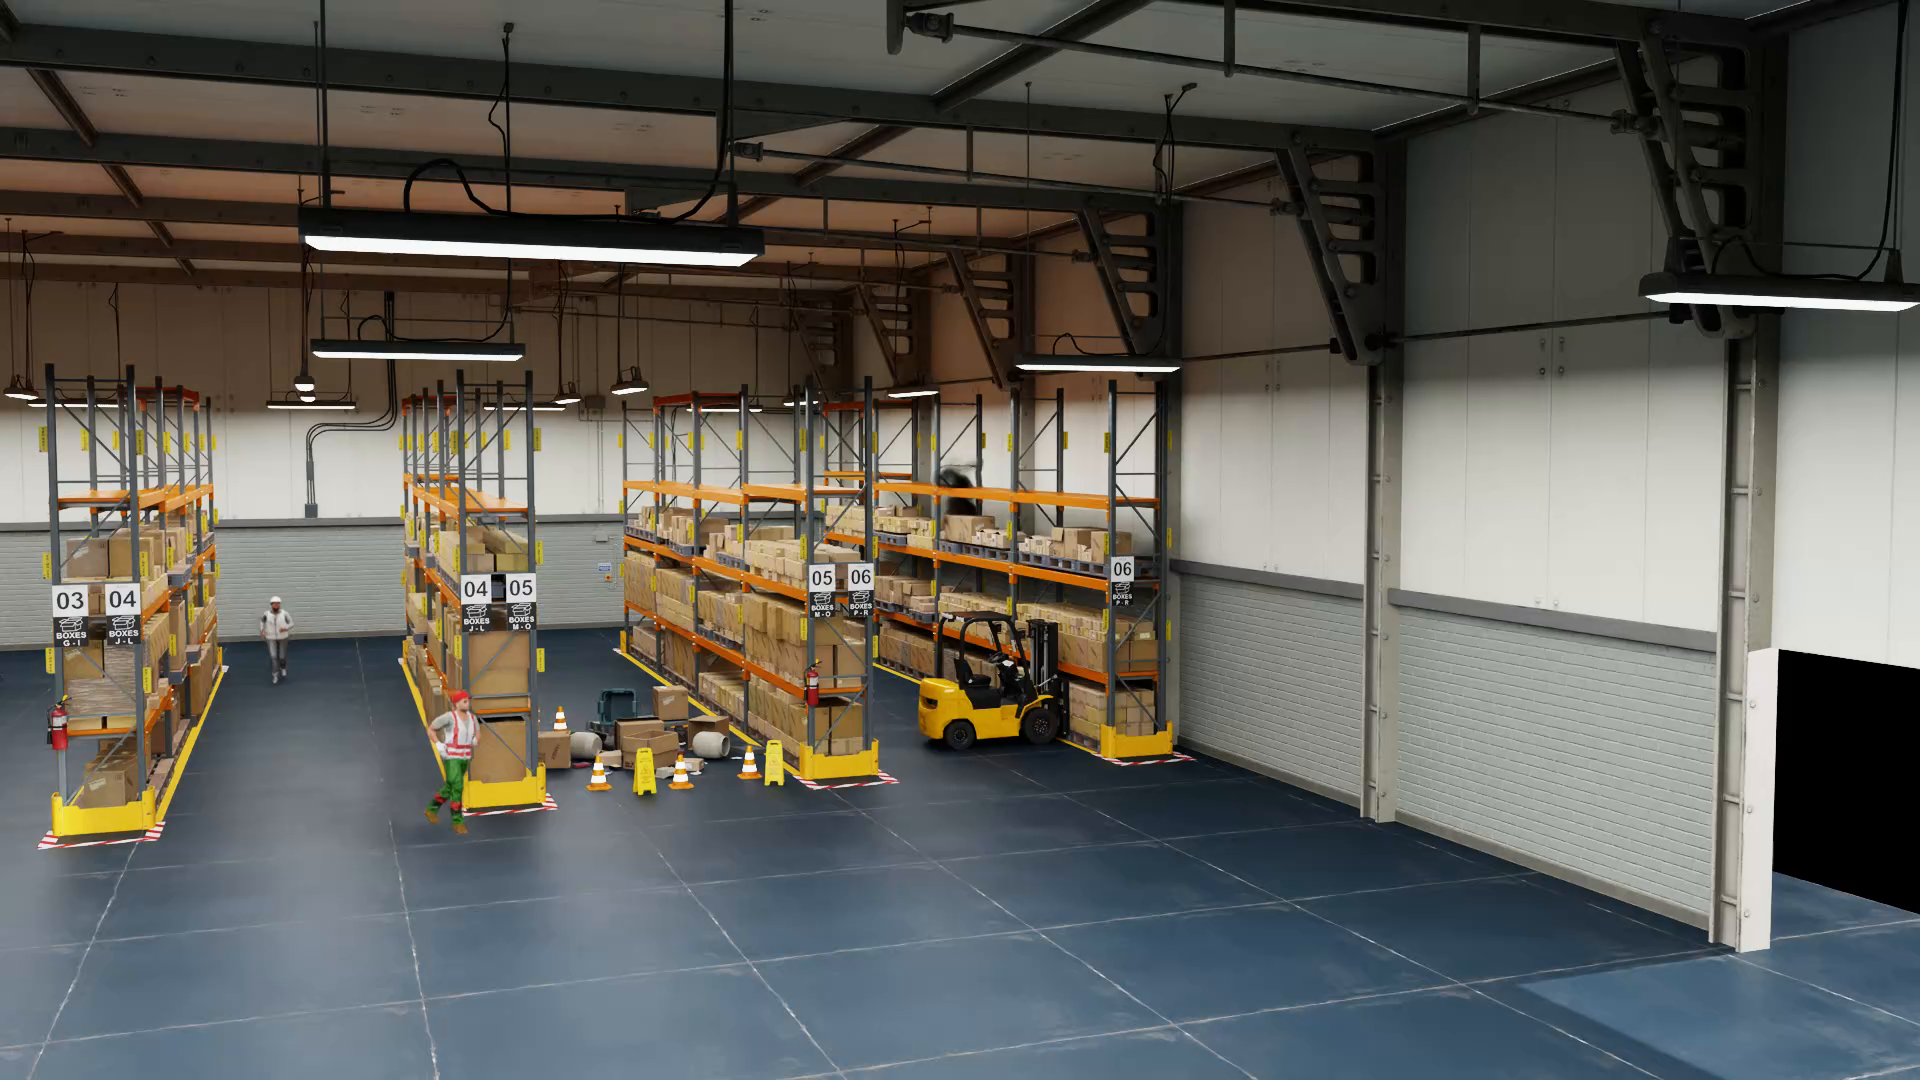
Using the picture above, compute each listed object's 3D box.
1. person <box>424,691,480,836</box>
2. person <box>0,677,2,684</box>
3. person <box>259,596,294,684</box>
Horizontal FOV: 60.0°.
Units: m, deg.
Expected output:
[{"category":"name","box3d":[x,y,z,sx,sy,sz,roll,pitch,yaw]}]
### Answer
[{"category":"person","box3d":[-6.531,2.856,21.571,0.880,1.820,0.672,2,4,29]},{"category":"person","box3d":[-15.645,2.586,26.490,0.708,1.738,0.719,-2,4,-36]},{"category":"person","box3d":[-14.353,2.076,34.931,0.677,1.792,0.861,-1,4,-21]}]
